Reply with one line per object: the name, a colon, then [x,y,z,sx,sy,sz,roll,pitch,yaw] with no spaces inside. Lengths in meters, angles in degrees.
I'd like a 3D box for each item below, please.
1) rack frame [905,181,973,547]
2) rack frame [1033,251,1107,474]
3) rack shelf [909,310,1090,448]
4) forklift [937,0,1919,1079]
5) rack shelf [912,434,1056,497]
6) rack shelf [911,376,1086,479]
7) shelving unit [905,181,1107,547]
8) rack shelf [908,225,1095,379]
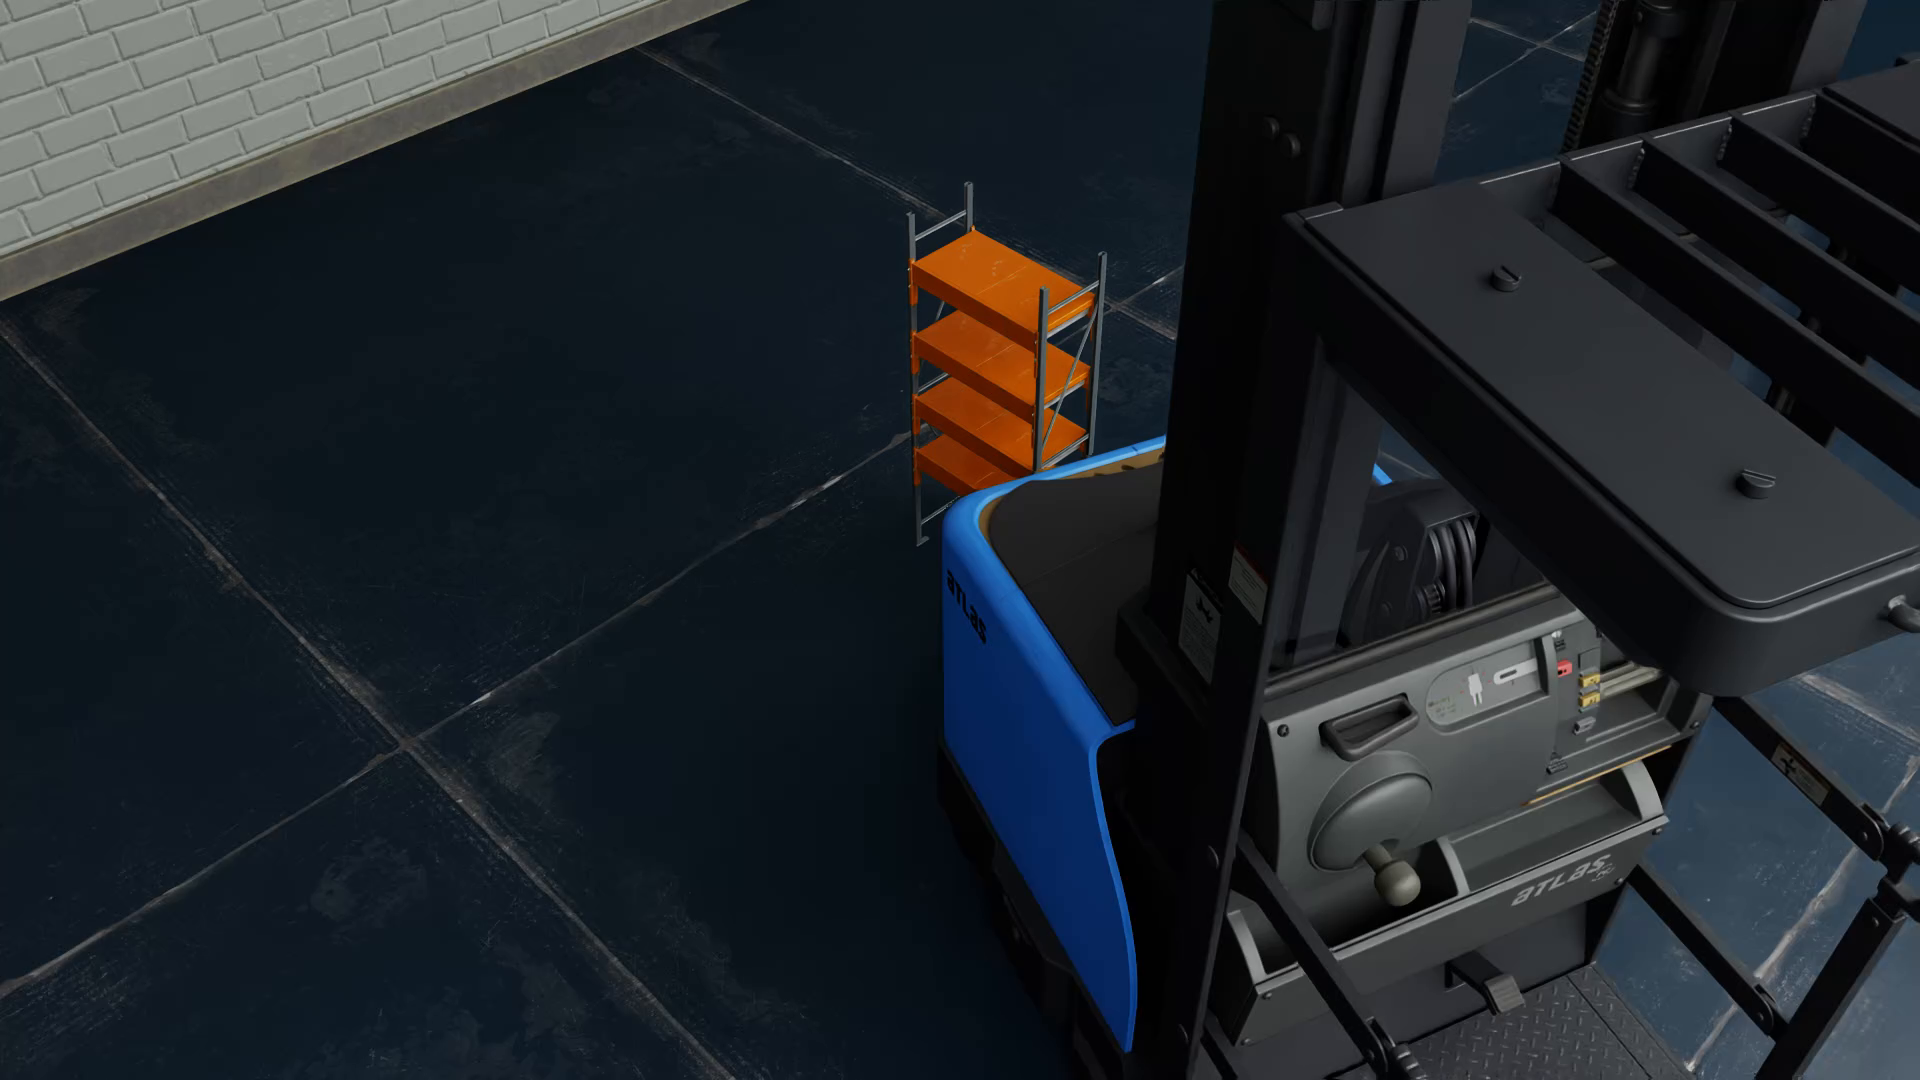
rack frame: [-0.055,-0.478,4.884,0.240,1.200,0.015,-34,53,-31]
rack frame: [0.289,-0.244,4.630,0.240,1.200,0.015,-34,53,-31]
rack shelf: [0.117,-0.476,4.651,0.258,0.148,0.480,-34,53,-31]
forklift: [1.008,0.400,2.658,1.130,2.935,3.031,-17,45,-18]
rack shelf: [0.117,-0.166,4.937,0.258,0.148,0.480,-34,53,-31]
rack shelf: [0.117,-0.312,4.802,0.258,0.148,0.480,-34,53,-31]
shelving unit: [0.117,-0.361,4.757,0.258,1.200,0.503,-34,53,-31]
rack shelf: [0.117,-0.650,4.490,0.258,0.148,0.480,-34,53,-31]
